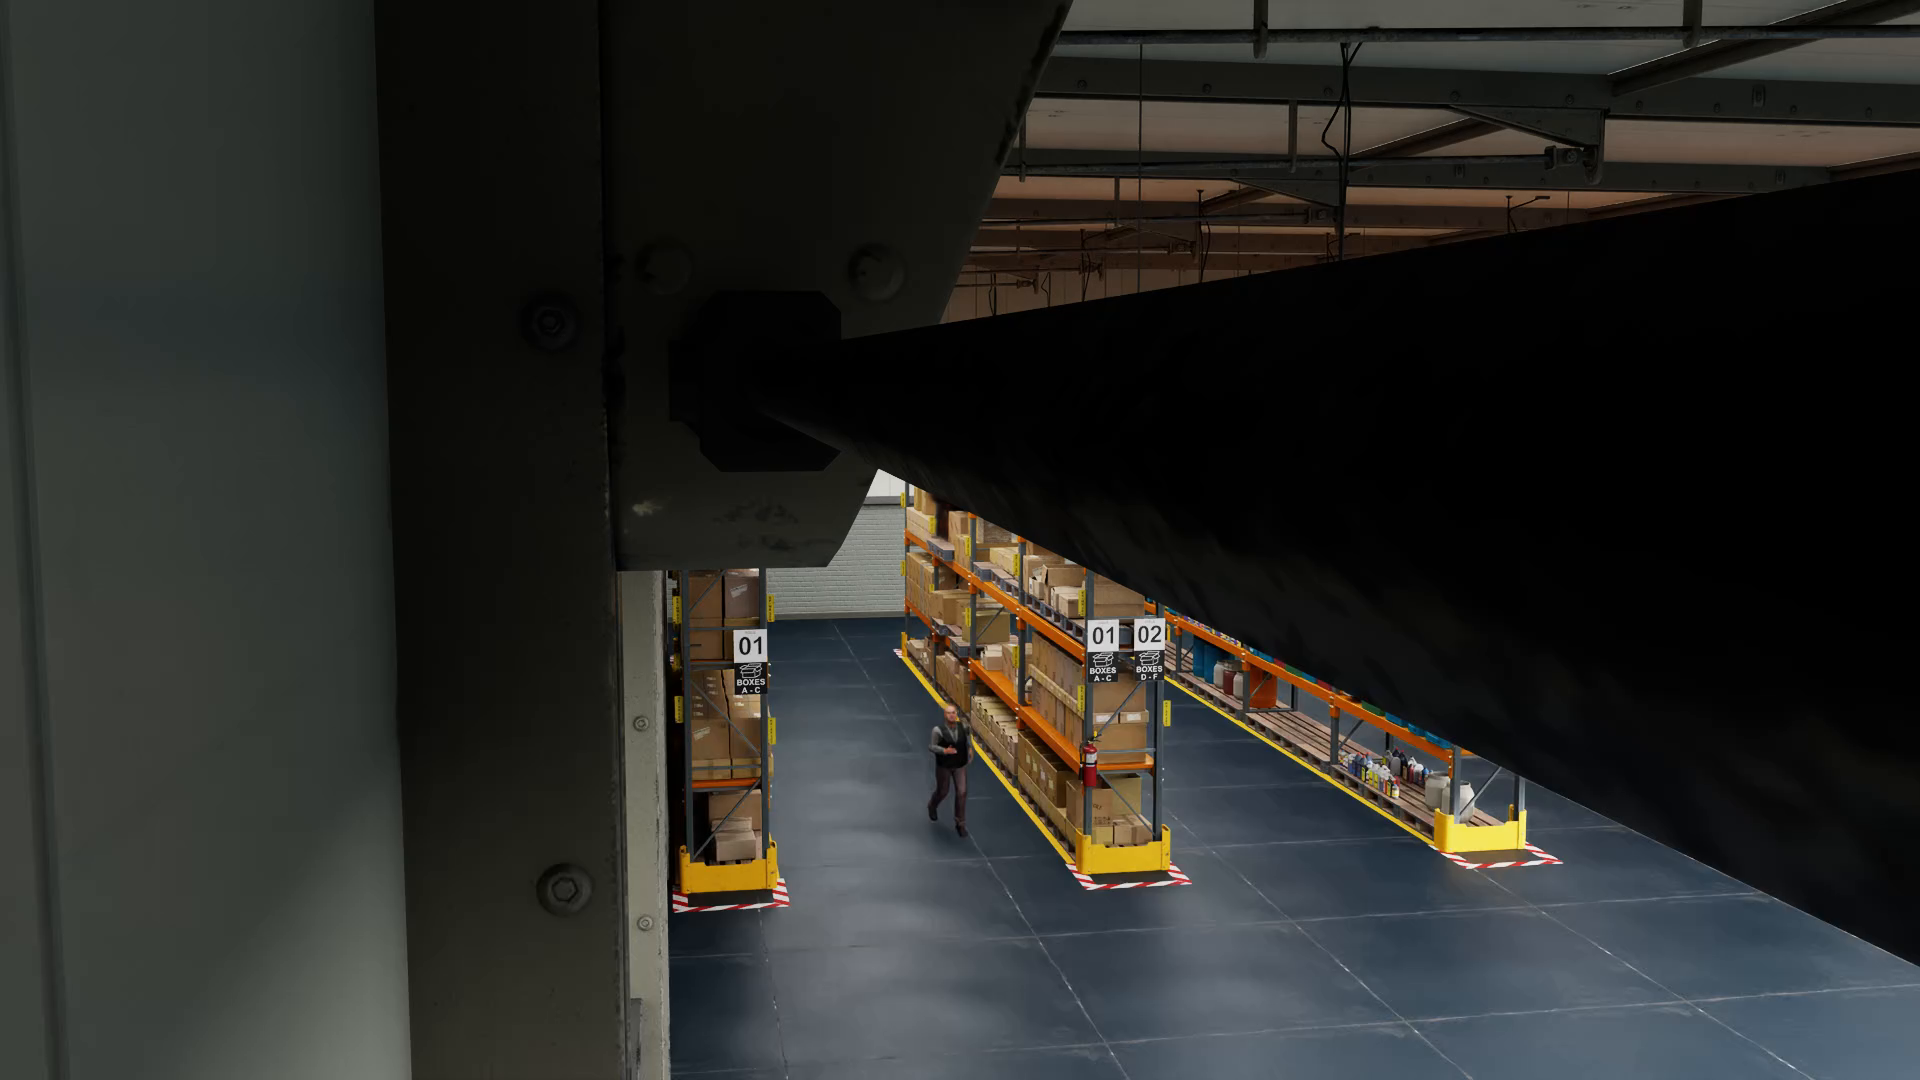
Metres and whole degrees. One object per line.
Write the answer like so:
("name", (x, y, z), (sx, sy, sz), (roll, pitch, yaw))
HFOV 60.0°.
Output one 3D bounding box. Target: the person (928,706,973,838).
("person", (-0.134, 3.120, 22.766), (0.665, 1.744, 0.954), (-2, 6, -17))
